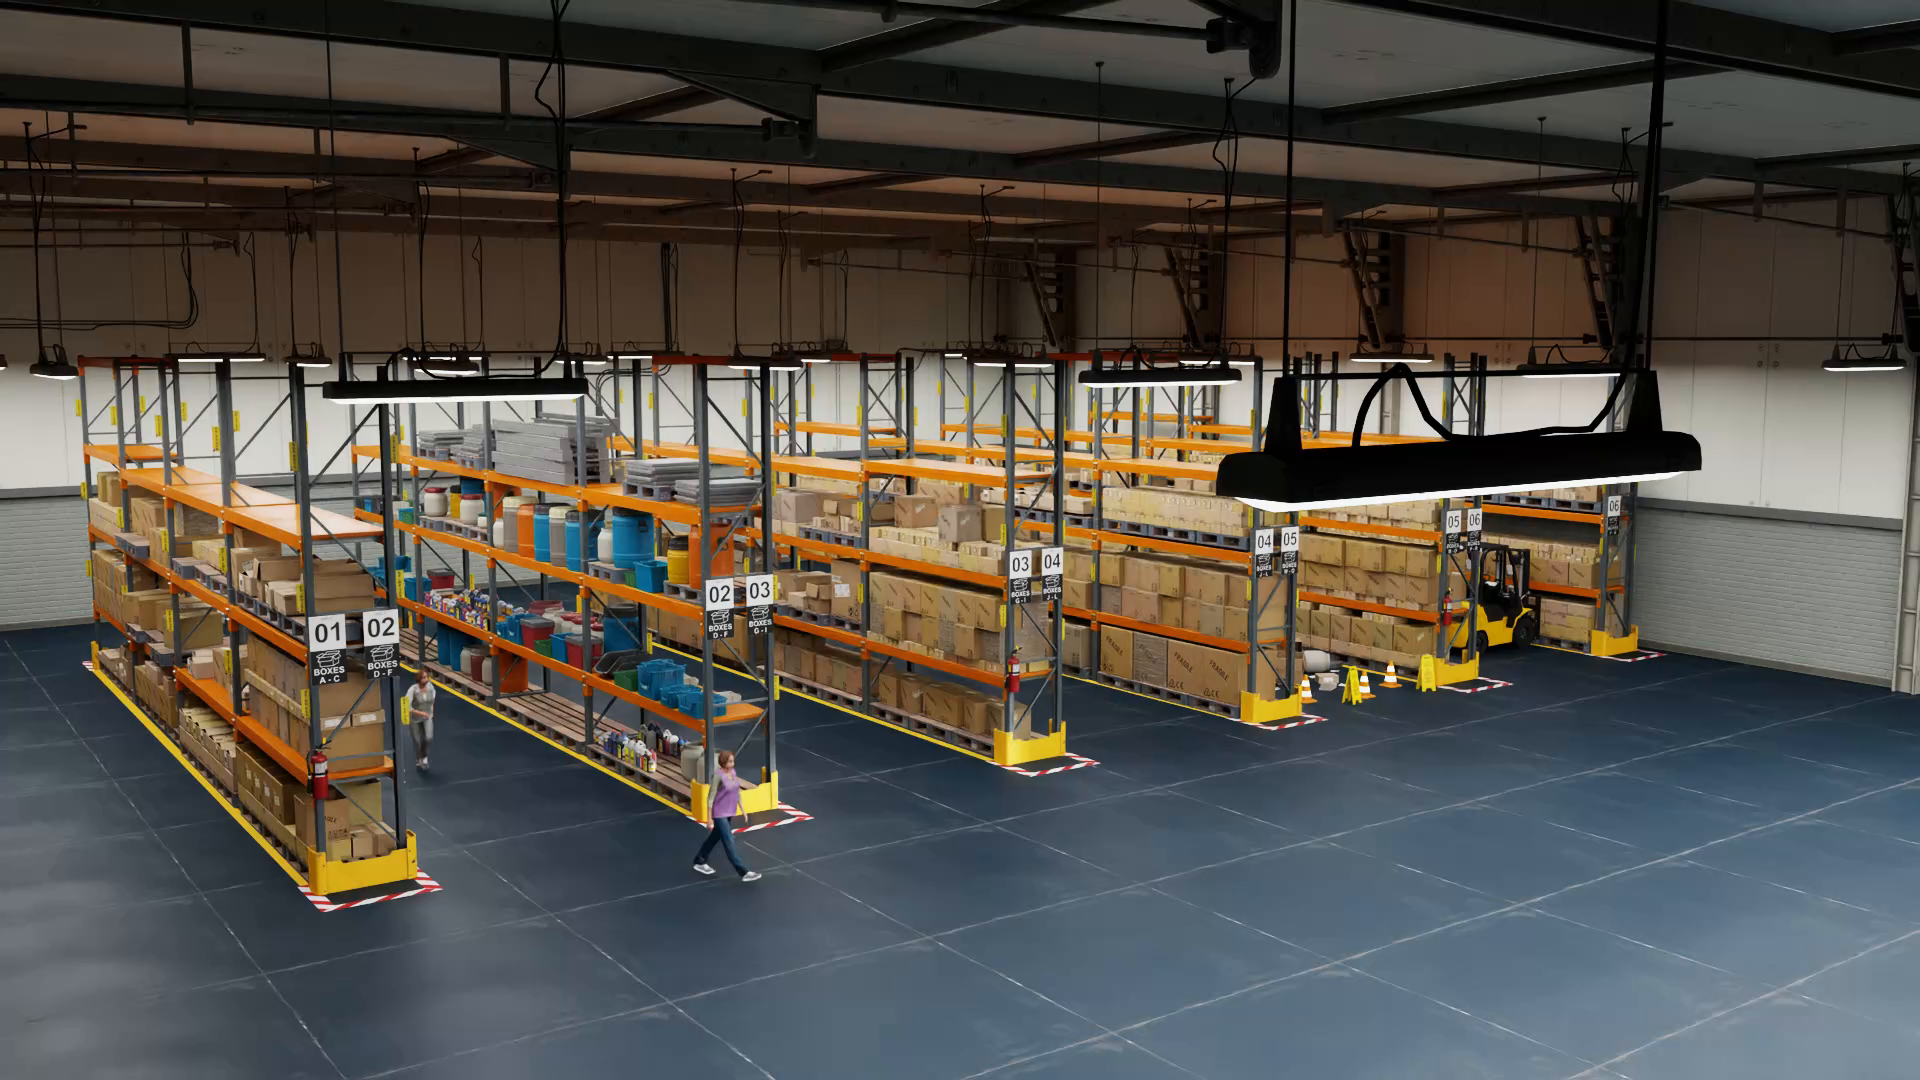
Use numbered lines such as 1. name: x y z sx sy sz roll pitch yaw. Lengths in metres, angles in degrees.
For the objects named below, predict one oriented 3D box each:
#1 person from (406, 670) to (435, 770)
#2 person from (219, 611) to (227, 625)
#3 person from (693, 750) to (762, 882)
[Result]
1. person: -7.902 2.615 24.354 0.471 1.516 0.781 -3 8 -24
2. person: -16.330 0.987 36.774 0.575 1.780 0.660 3 7 21
3. person: -2.705 3.200 19.400 1.020 1.533 0.430 3 7 20
